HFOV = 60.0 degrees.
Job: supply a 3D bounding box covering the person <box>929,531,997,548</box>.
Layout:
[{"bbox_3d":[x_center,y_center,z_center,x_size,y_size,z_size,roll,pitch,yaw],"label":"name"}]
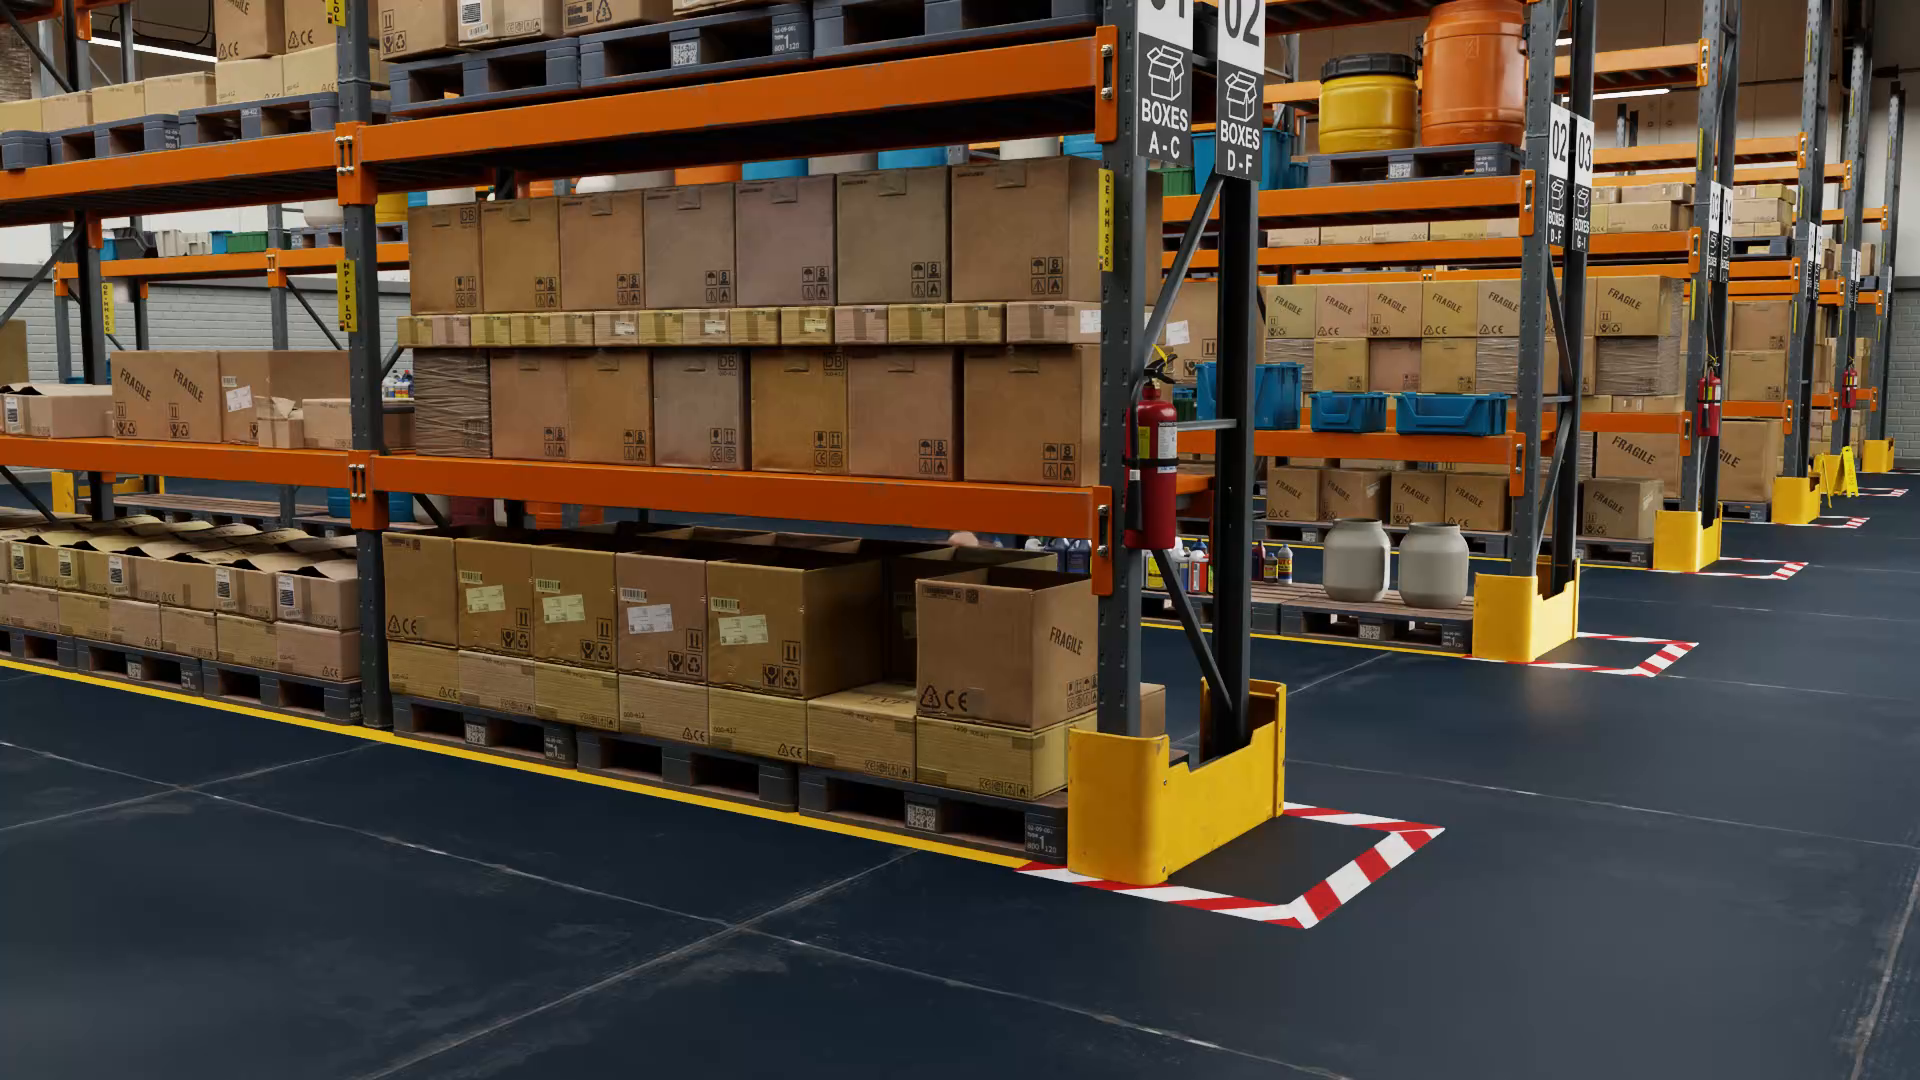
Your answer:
[{"bbox_3d":[-0.022,0.383,8.528,0.593,0.900,0.939,0,6,2],"label":"person"}]
